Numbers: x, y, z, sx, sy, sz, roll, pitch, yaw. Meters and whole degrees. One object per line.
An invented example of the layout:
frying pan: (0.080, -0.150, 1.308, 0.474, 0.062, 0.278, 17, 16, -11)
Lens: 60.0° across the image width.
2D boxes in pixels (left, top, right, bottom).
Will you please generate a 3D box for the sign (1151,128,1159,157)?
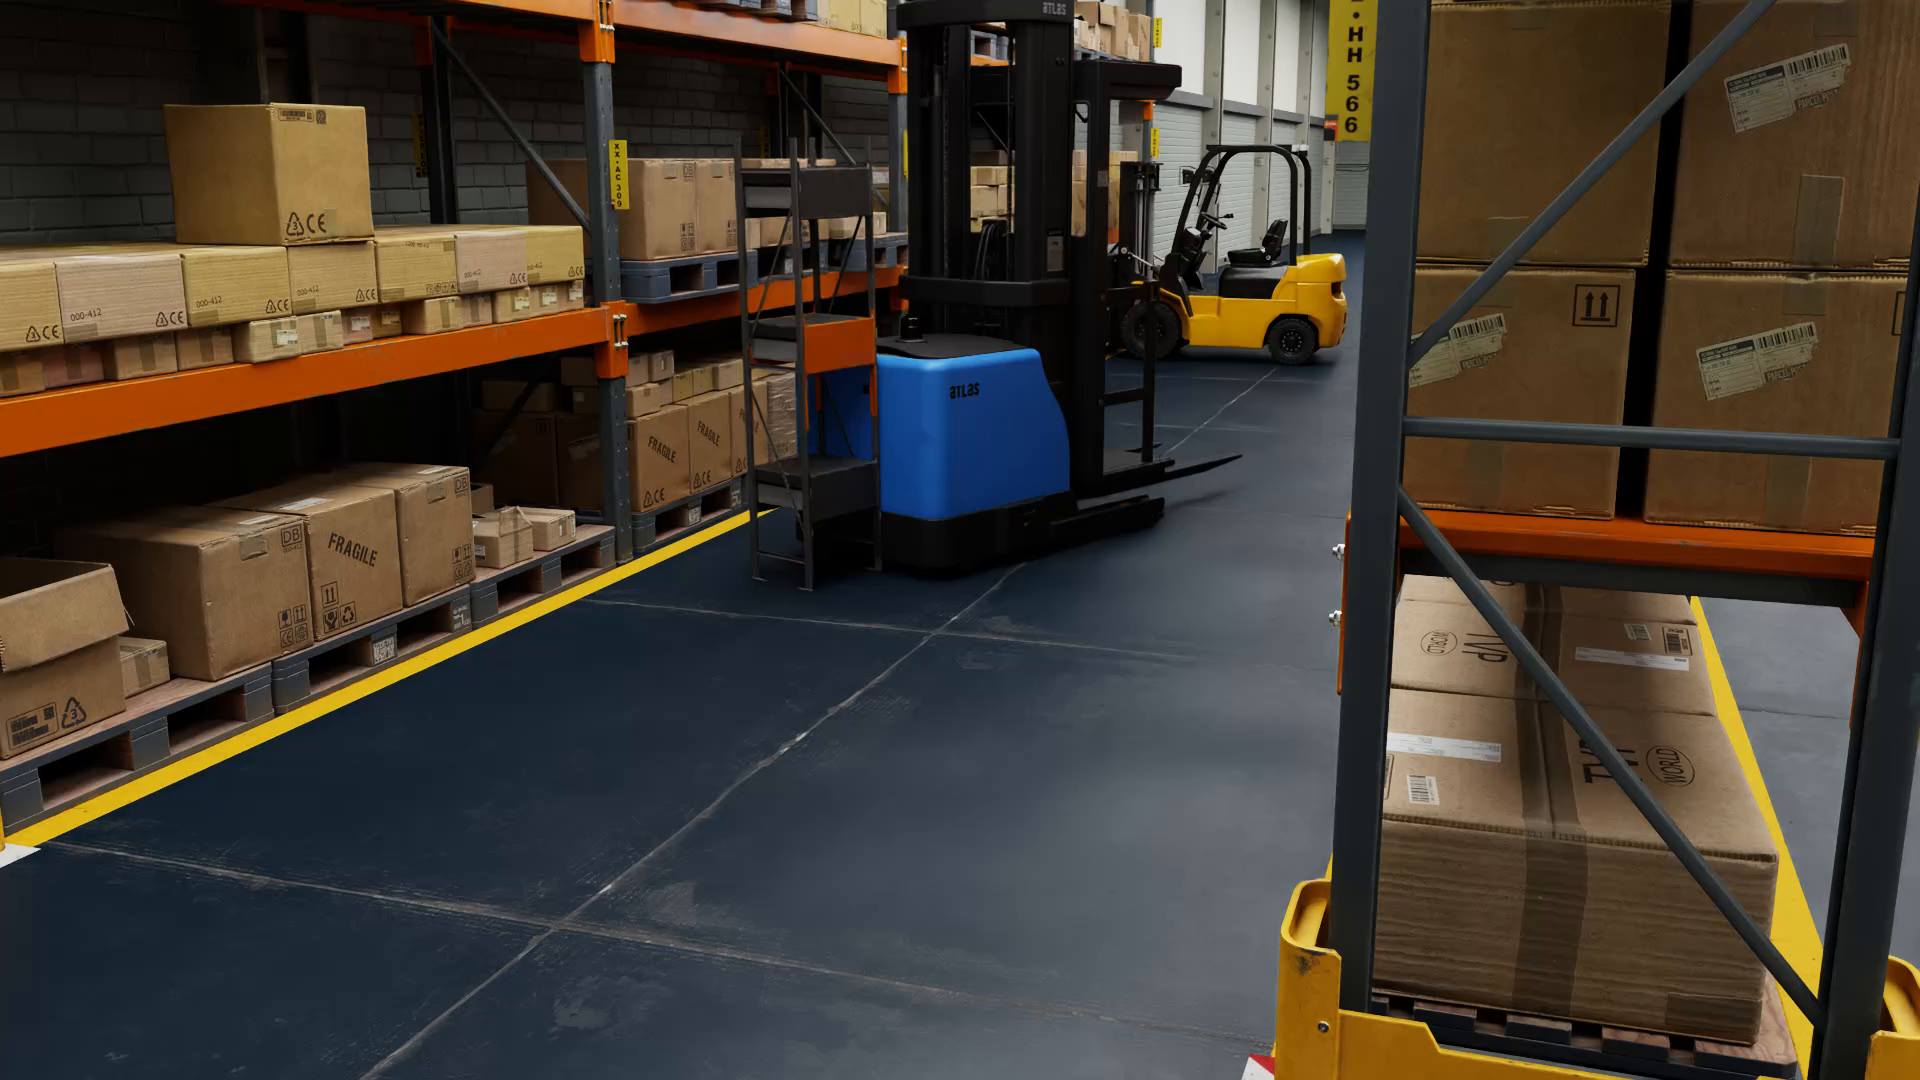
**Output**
sign: (2.226, -4.544, 19.021, 0.100, 0.325, 0.005, 4, 14, 18)

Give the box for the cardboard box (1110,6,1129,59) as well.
cardboard box: (1.379, -5.351, 17.558, 0.700, 0.500, 0.500, 4, 14, 19)

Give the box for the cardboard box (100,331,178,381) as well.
cardboard box: (-2.863, -0.628, 5.561, 0.380, 0.149, 0.250, 5, 14, 20)

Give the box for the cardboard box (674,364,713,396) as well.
cardboard box: (-1.633, -0.915, 9.473, 0.380, 0.149, 0.250, 4, 13, 17)

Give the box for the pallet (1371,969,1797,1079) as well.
pallet: (1.423, 1.005, 4.110, 1.003, 0.211, 1.213, 4, 14, 18)

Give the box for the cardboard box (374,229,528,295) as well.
cardboard box: (-2.248, -1.220, 7.260, 0.500, 0.250, 0.500, 4, 14, 19)

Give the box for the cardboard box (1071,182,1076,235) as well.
cardboard box: (0.814, -3.187, 15.986, 0.500, 0.500, 0.500, 4, 13, 17)

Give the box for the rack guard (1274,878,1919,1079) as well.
rack guard: (1.230, 1.043, 3.294, 1.175, 0.500, 0.348, 4, 14, 18)

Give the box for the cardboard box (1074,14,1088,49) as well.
cardboard box: (0.923, -4.894, 15.979, 0.500, 0.311, 0.500, 5, 14, 20)

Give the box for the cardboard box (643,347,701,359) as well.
cardboard box: (-1.830, -1.106, 10.311, 0.380, 0.149, 0.250, 4, 13, 16)

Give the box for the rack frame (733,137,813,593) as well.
rack frame: (-0.870, -0.798, 7.764, 0.400, 2.100, 0.015, 10, 18, 39)

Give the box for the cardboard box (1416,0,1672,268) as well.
cardboard box: (1.169, -0.835, 3.435, 0.500, 0.500, 0.500, 5, 14, 20)

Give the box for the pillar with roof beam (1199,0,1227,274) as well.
pillar with roof beam: (8.595, -8.966, 28.046, 9.100, 9.000, 0.400, 4, 14, 18)

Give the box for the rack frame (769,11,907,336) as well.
rack frame: (-0.871, -2.221, 11.980, 1.000, 3.000, 0.127, 4, 14, 18)

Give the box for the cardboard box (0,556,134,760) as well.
cardboard box: (-3.172, 0.353, 5.365, 0.797, 0.503, 0.637, 4, 13, 16)

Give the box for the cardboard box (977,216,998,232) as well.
cardboard box: (0.000, -2.548, 13.746, 0.500, 0.250, 0.500, 5, 14, 20)

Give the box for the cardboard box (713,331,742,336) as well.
cardboard box: (-1.451, -1.324, 11.265, 0.380, 0.149, 0.250, 5, 14, 19)

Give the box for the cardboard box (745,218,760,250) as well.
cardboard box: (-1.353, -1.783, 9.419, 0.396, 0.266, 0.258, 5, 14, 21)

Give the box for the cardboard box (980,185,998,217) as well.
cardboard box: (-0.006, -2.792, 13.691, 0.500, 0.250, 0.500, 5, 14, 19)

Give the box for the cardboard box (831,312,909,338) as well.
cardboard box: (-0.657, -1.399, 12.768, 0.875, 0.625, 0.625, 5, 14, 20)

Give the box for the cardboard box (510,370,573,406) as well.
cardboard box: (-2.239, -0.836, 9.124, 0.380, 0.149, 0.250, 4, 14, 18)

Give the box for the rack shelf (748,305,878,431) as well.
rack shelf: (-0.714, -0.831, 7.949, 0.431, 0.518, 0.480, 10, 18, 39)

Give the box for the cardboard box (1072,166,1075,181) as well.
cardboard box: (0.915, -3.588, 16.286, 0.380, 0.149, 0.250, 4, 14, 18)

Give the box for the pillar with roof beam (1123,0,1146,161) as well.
pillar with roof beam: (6.654, -7.702, 22.511, 9.100, 9.000, 0.400, 4, 14, 18)

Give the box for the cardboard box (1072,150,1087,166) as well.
cardboard box: (1.060, -3.782, 16.467, 0.380, 0.149, 0.250, 5, 14, 20)

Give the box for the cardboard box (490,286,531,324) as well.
cardboard box: (-2.155, -1.059, 7.450, 0.380, 0.149, 0.250, 5, 14, 20)

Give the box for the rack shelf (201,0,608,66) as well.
rack shelf: (-2.813, -2.070, 6.191, 1.077, 0.370, 4.000, 4, 14, 18)

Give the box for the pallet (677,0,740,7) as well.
pallet: (-1.888, -2.882, 8.556, 1.213, 0.211, 1.003, 4, 14, 18)

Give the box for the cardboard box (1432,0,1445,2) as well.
cardboard box: (1.228, -1.238, 3.744, 0.380, 0.149, 0.250, 4, 14, 18)

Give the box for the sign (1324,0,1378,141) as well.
sign: (0.729, -0.902, 3.066, 0.100, 0.325, 0.005, 4, 14, 18)

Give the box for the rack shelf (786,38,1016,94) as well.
rack shelf: (-0.224, -3.754, 13.571, 1.077, 0.370, 4.000, 4, 14, 18)

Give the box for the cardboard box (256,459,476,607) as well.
cardboard box: (-2.523, -0.041, 7.100, 0.700, 0.500, 0.500, 4, 13, 16)

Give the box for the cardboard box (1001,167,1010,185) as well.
cardboard box: (0.223, -3.122, 14.242, 0.380, 0.149, 0.250, 4, 13, 17)

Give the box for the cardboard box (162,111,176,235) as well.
cardboard box: (-2.899, -1.522, 6.900, 0.500, 0.500, 0.500, 4, 13, 17)

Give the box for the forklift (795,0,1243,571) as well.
forklift: (0.499, -1.541, 9.152, 1.130, 2.935, 3.031, 11, 17, 41)

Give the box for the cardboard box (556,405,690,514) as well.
cardboard box: (-1.796, -0.451, 8.897, 0.500, 0.500, 0.500, 5, 14, 21)

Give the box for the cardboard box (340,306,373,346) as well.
cardboard box: (-2.546, -0.848, 6.526, 0.380, 0.149, 0.250, 4, 14, 18)

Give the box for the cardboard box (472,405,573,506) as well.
cardboard box: (-2.286, -0.490, 9.068, 0.500, 0.500, 0.500, 4, 14, 18)

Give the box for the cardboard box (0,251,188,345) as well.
cardboard box: (-2.895, -0.791, 5.382, 0.500, 0.250, 0.500, 5, 14, 19)

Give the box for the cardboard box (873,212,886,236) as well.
cardboard box: (-0.721, -2.138, 11.234, 0.380, 0.149, 0.250, 5, 14, 19)

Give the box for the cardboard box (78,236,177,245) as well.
cardboard box: (-3.060, -1.047, 6.504, 0.500, 0.250, 0.500, 4, 14, 18)

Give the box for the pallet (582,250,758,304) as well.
pallet: (-1.804, -1.446, 9.014, 1.003, 0.211, 1.213, 4, 14, 18)

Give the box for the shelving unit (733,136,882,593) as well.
shelving unit: (-0.714, -0.844, 7.946, 0.431, 2.100, 0.503, 10, 18, 39)

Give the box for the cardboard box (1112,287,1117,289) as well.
cardboard box: (1.371, -2.569, 17.613, 0.500, 0.250, 0.500, 4, 14, 18)

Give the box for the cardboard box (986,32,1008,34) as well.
cardboard box: (0.354, -4.404, 14.196, 0.380, 0.149, 0.250, 4, 14, 18)

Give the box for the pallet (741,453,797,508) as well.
pallet: (-1.545, -0.451, 10.492, 1.003, 0.211, 1.213, 4, 14, 18)

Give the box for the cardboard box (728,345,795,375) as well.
cardboard box: (-1.247, -1.124, 10.389, 0.380, 0.149, 0.250, 4, 13, 16)

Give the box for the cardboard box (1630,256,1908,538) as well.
cardboard box: (1.665, -0.310, 3.379, 0.500, 0.500, 0.500, 4, 14, 18)

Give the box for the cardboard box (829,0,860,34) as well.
cardboard box: (-0.970, -3.379, 10.649, 0.500, 0.250, 0.500, 4, 14, 19)

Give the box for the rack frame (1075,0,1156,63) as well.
rack frame: (1.717, -6.831, 18.692, 1.000, 3.000, 0.127, 4, 14, 18)

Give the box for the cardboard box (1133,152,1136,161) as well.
cardboard box: (1.750, -4.271, 18.609, 0.380, 0.149, 0.250, 4, 14, 18)

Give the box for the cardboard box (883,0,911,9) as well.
cardboard box: (-0.471, -3.875, 11.840, 0.380, 0.166, 0.250, 4, 14, 18)
